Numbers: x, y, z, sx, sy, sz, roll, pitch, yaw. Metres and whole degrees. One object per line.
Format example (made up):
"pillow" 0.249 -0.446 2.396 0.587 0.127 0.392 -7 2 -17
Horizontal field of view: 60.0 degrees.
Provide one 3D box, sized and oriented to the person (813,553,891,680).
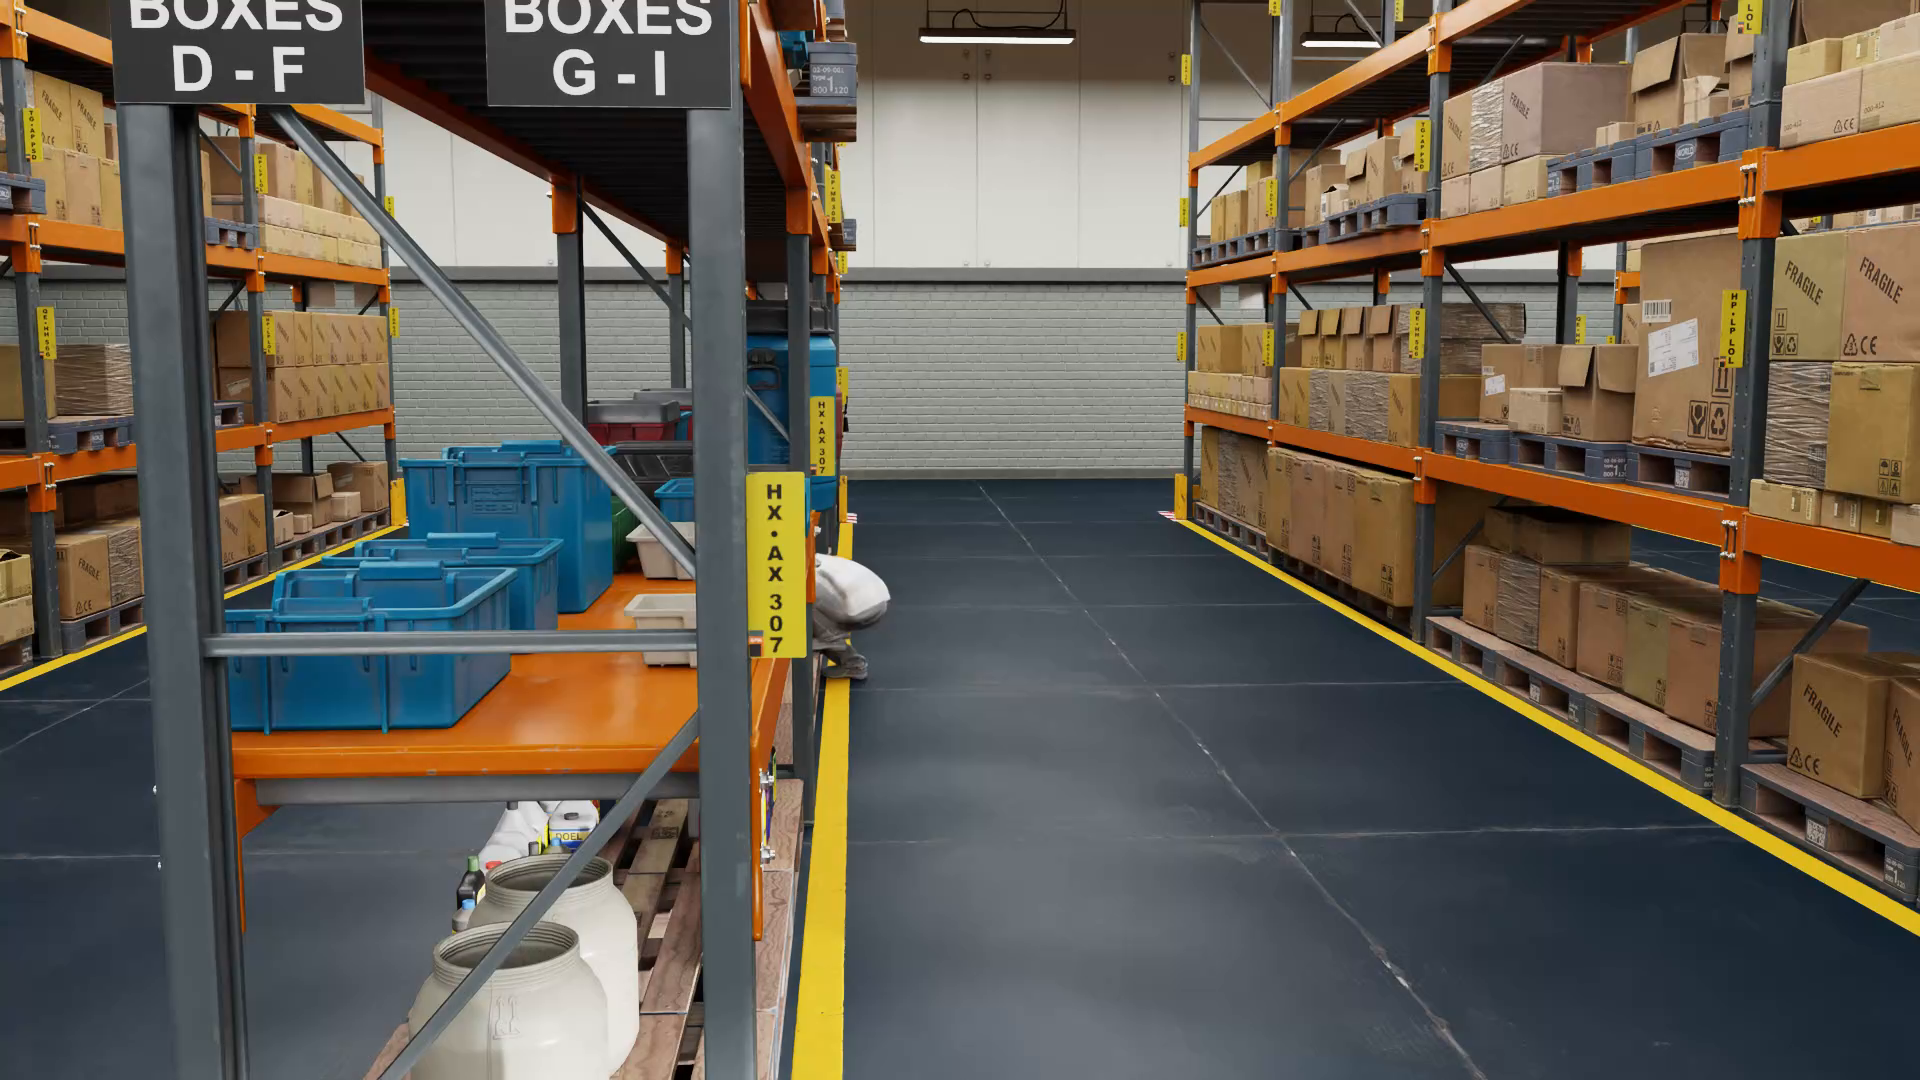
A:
"person" -1.027 0.448 9.998 1.200 0.806 0.495 1 7 12
